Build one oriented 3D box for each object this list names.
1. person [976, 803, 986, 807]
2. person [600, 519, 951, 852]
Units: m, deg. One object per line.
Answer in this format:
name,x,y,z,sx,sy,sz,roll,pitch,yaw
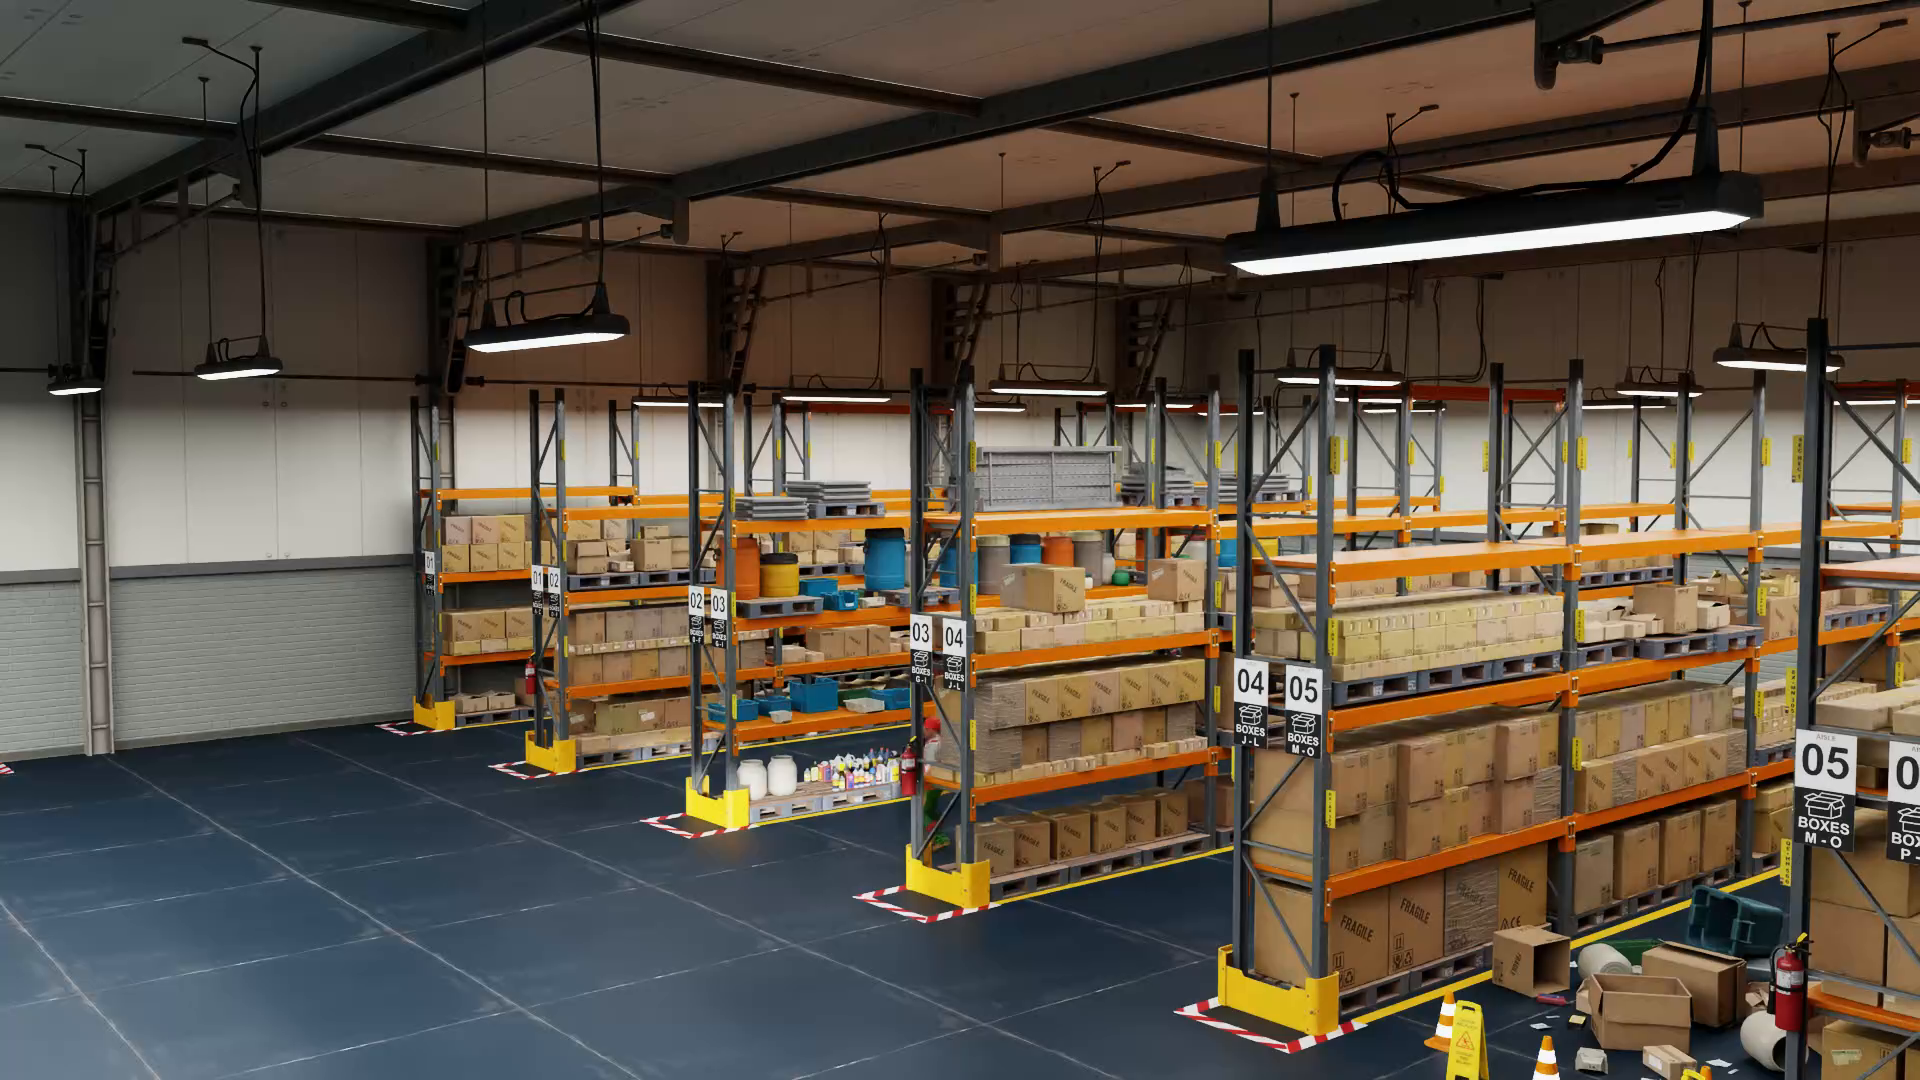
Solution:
person,0.452,3.041,23.672,0.981,1.453,0.521,-3,4,-41
person,-3.629,1.693,26.553,7.283,3.796,11.973,0,3,1
